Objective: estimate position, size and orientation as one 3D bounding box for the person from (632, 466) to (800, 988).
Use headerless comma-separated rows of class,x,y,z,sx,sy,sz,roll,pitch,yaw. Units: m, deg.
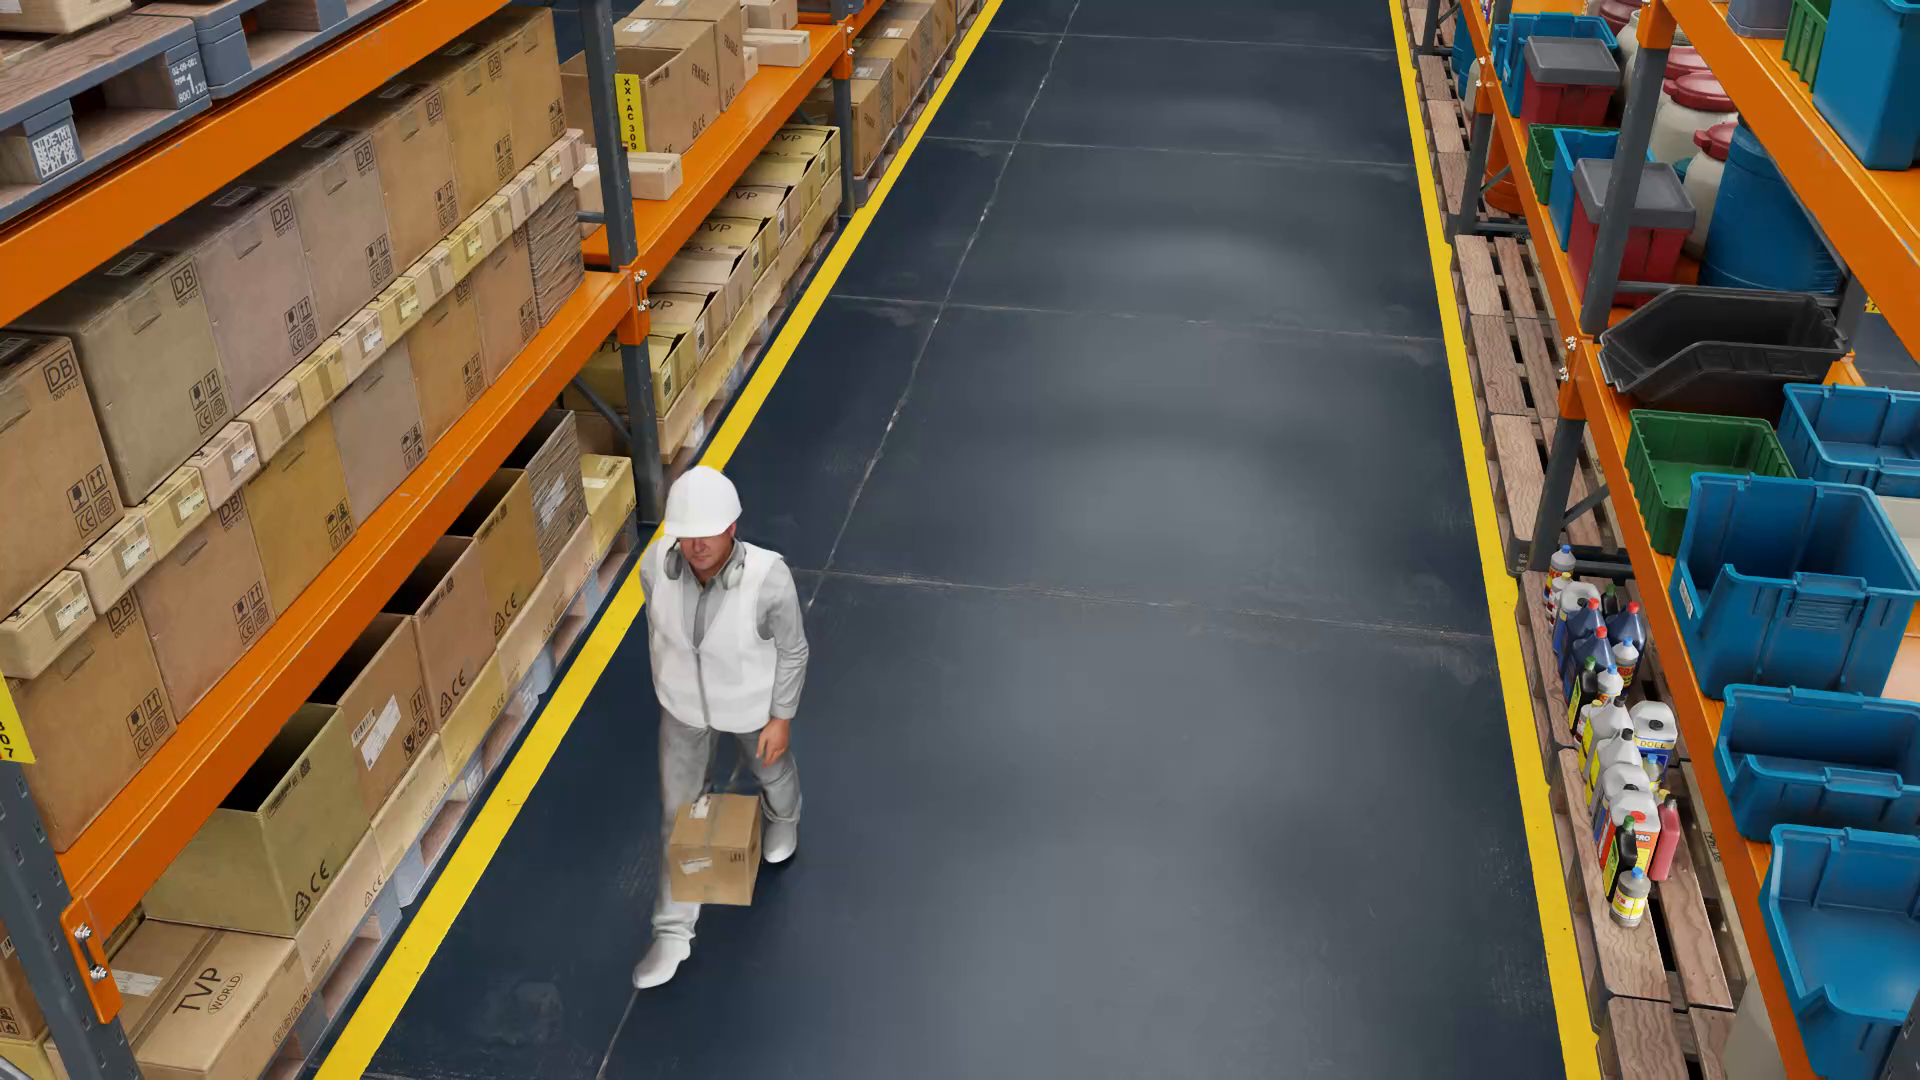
person,-0.774,0.537,5.262,0.448,1.714,1.015,5,33,8
